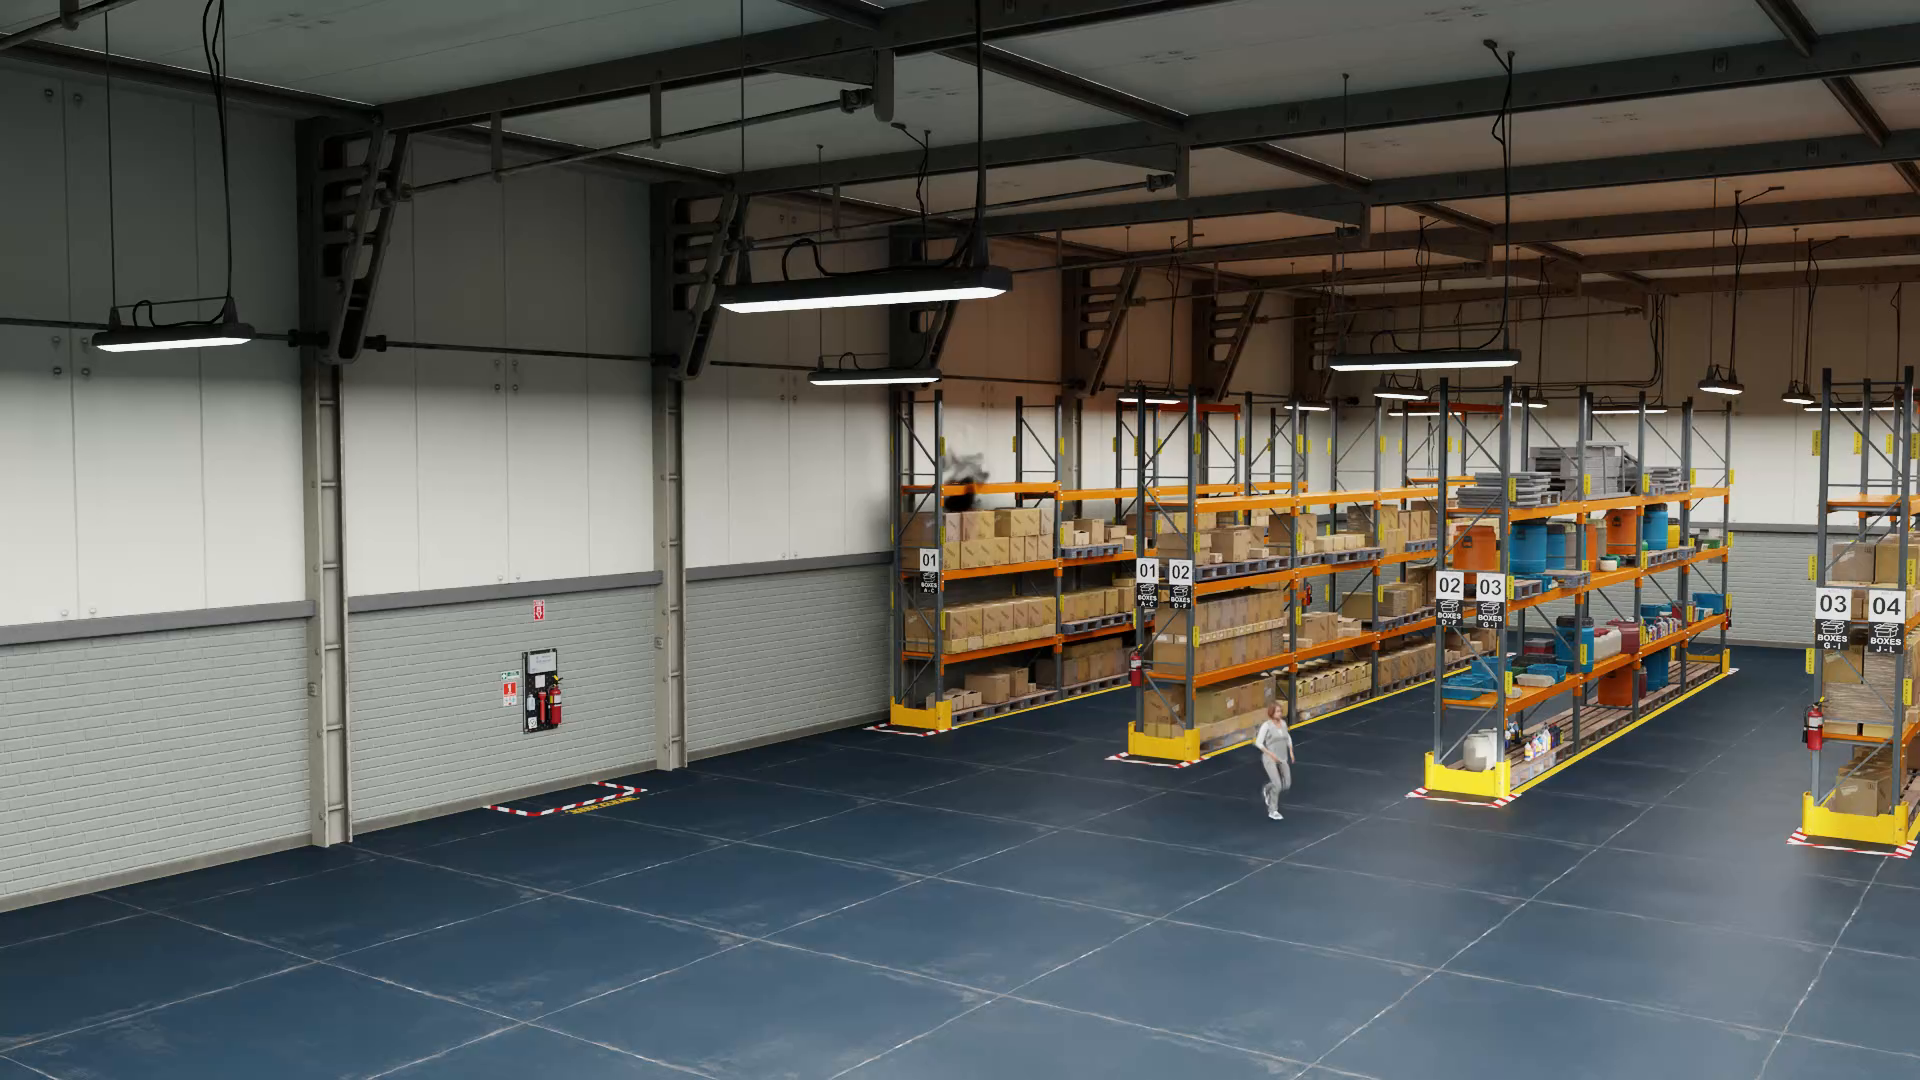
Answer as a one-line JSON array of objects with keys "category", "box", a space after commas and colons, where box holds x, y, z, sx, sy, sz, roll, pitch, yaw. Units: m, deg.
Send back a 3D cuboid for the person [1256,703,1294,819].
[{"category": "person", "box": [4.226, 2.966, 22.385, 0.589, 1.544, 0.568, -2, 4, -26]}]
